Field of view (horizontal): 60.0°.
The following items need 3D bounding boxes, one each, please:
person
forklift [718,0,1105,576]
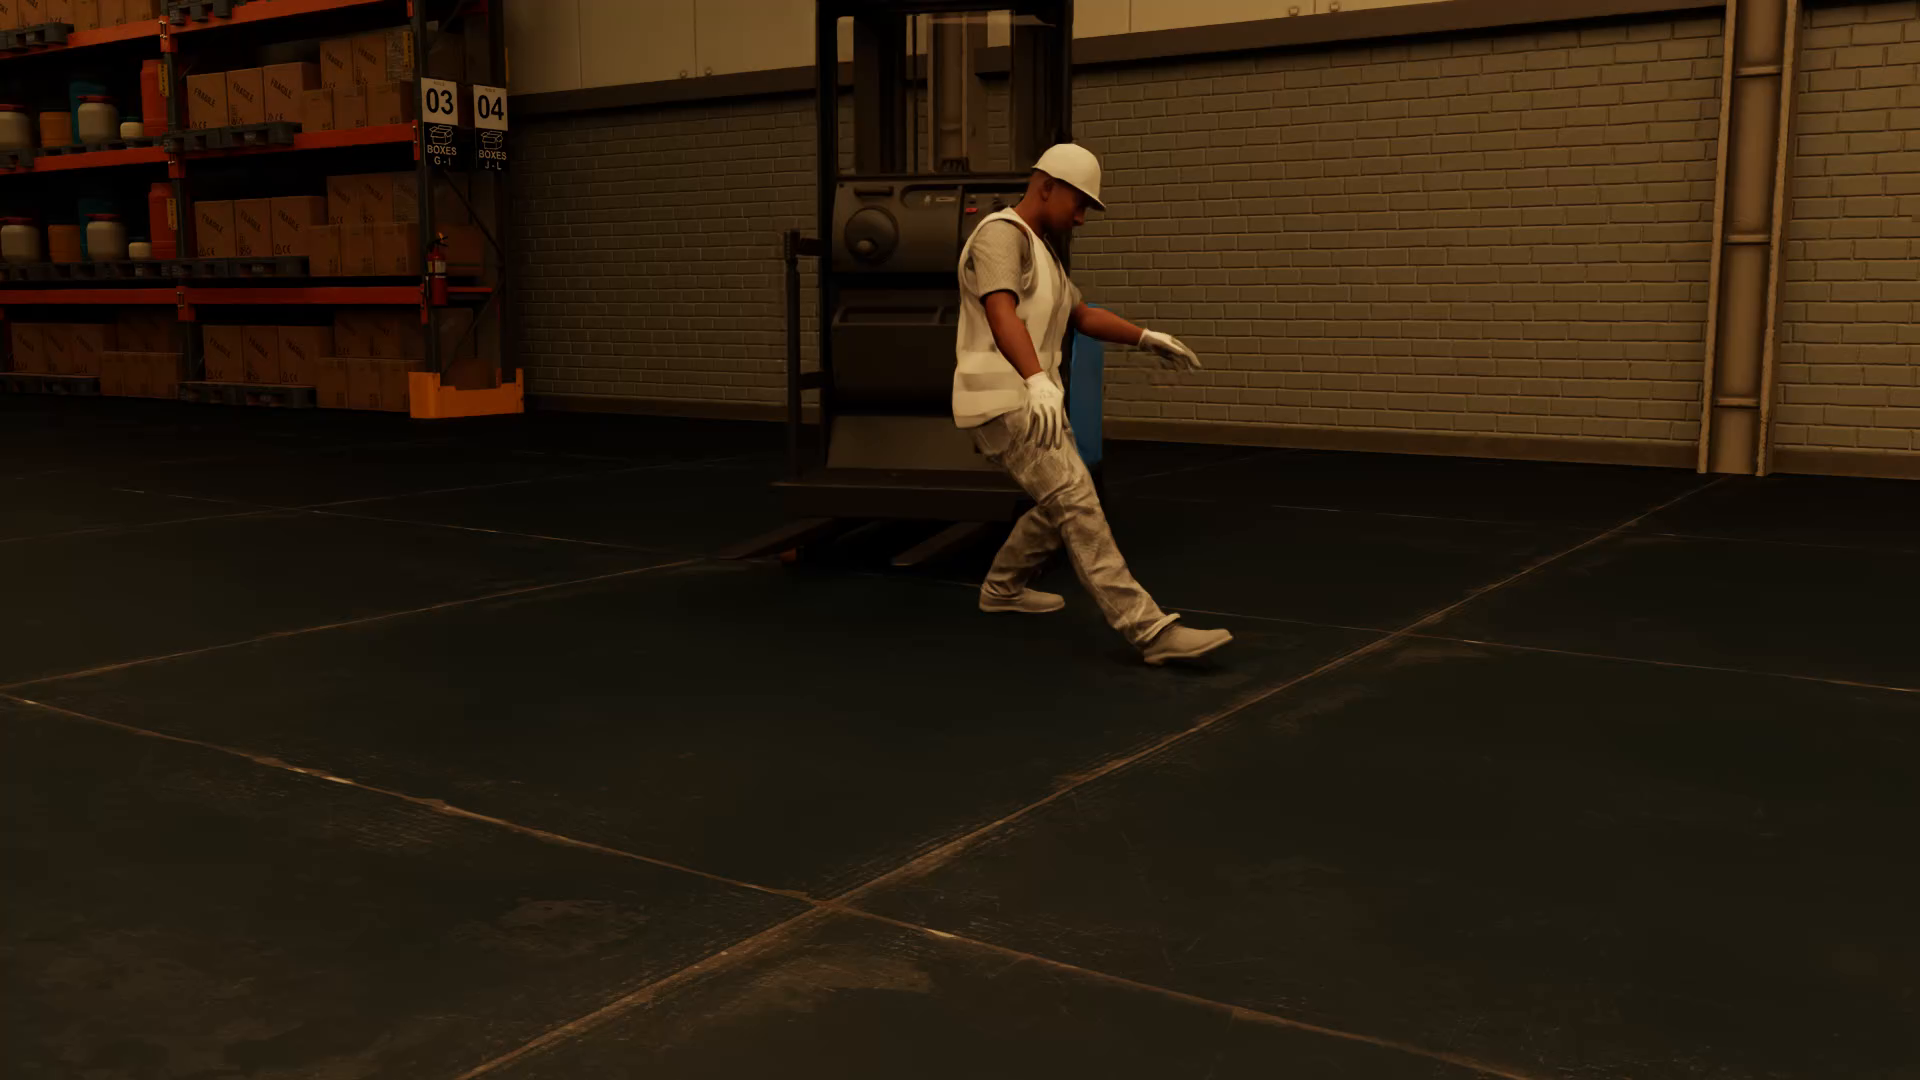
[{"bbox_3d":[0.435,-0.452,5.264,1.007,1.581,0.990,3,9,18],"label":"person"},{"bbox_3d":[-0.133,-1.366,6.802,1.130,2.935,3.031,2,8,14],"label":"forklift"}]
